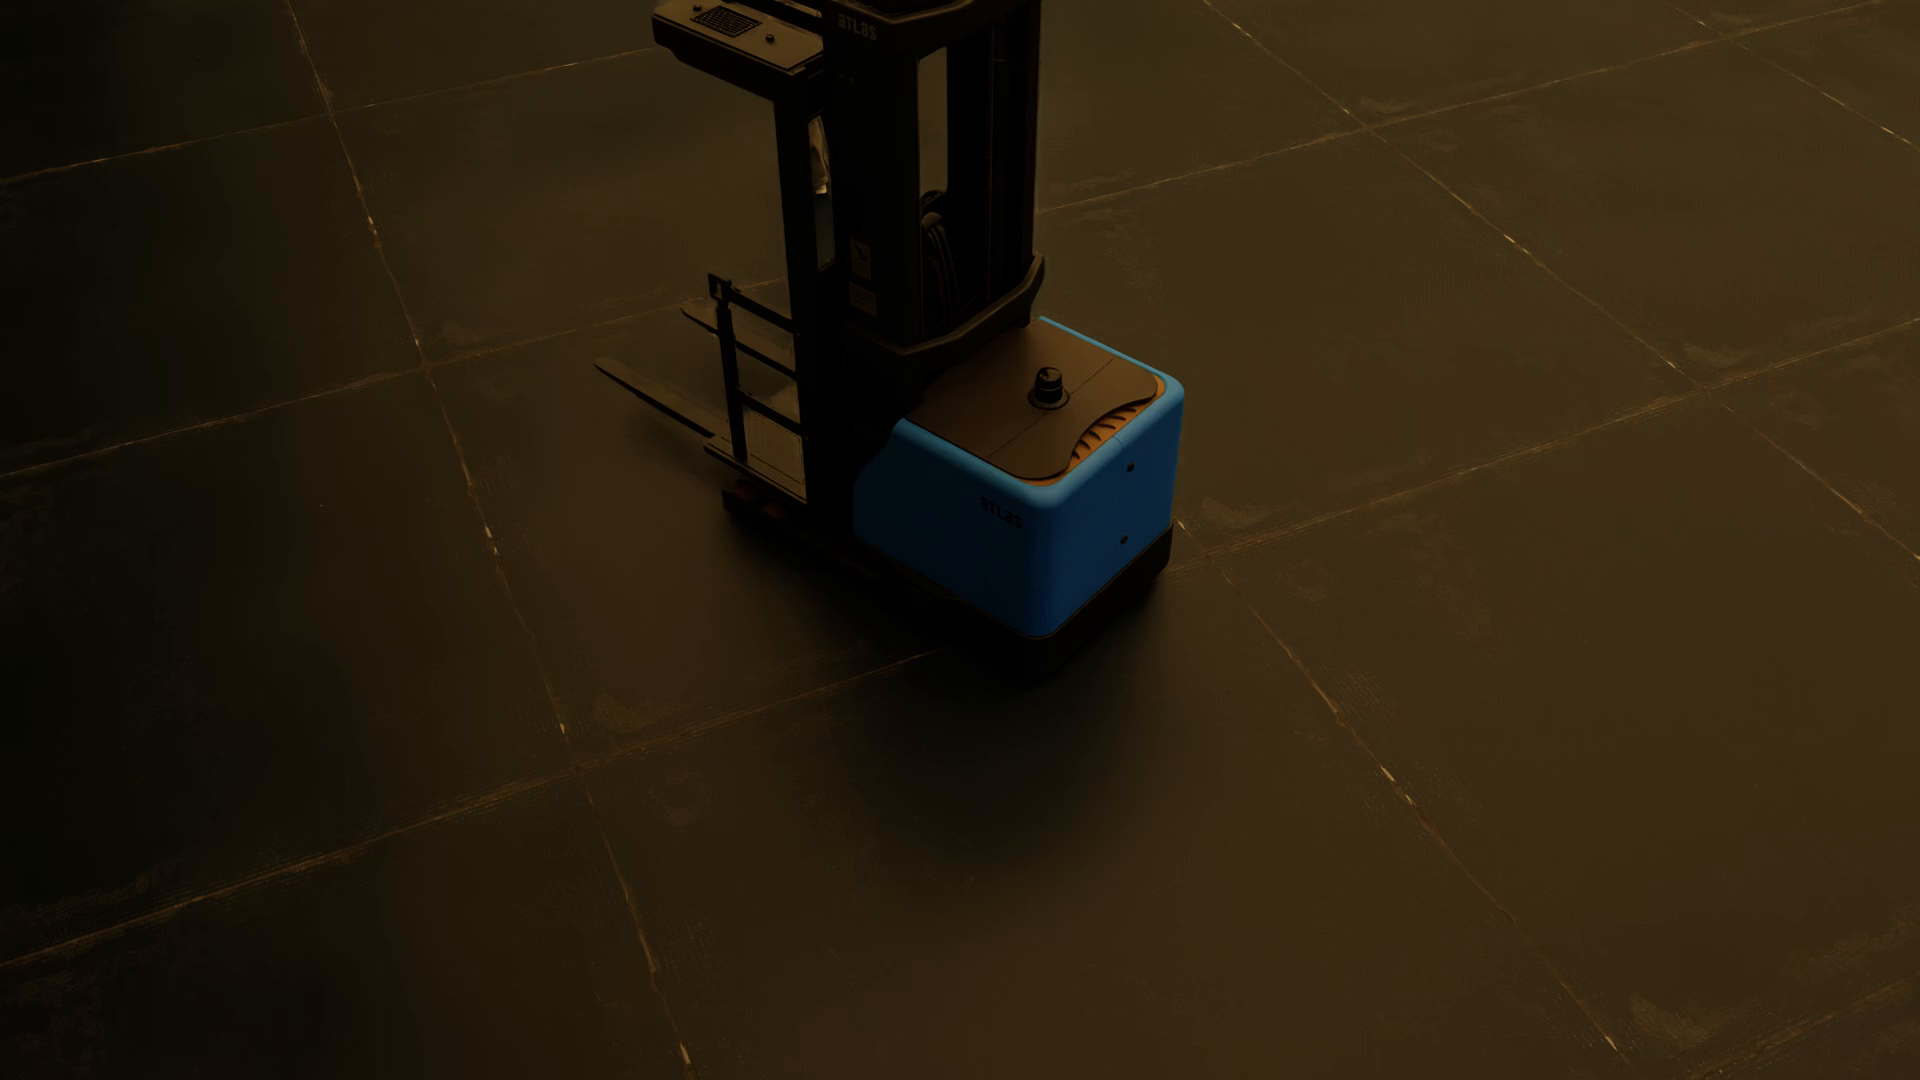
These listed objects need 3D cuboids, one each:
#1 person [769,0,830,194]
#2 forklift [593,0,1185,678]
[{"bbox_3d":[-0.891,-2.780,9.573,0.538,1.678,0.523,-21,47,-21],"label":"person"},{"bbox_3d":[-0.497,-1.336,7.111,3.031,2.935,1.130,30,50,28],"label":"forklift"}]
